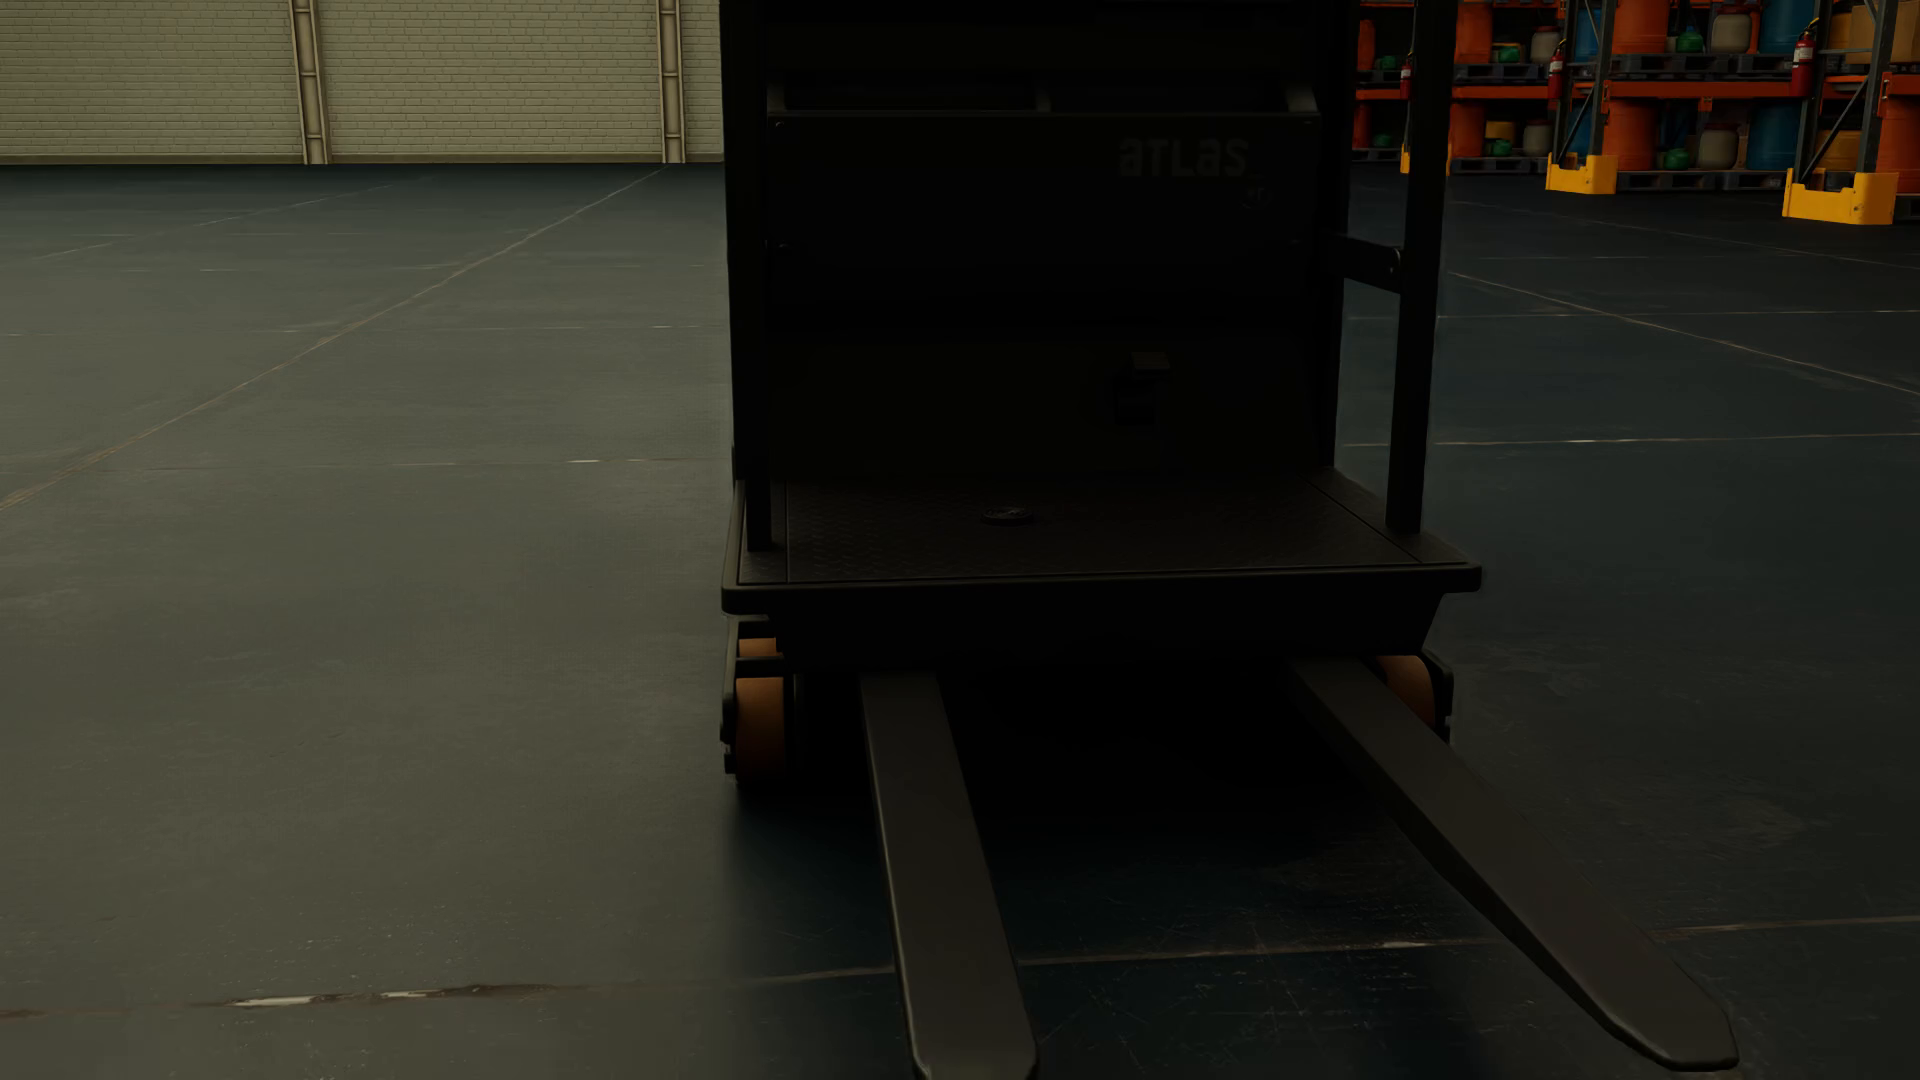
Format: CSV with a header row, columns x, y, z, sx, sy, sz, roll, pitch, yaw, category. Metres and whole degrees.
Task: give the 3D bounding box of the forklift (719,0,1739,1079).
x,y,z,sx,sy,sz,roll,pitch,yaw,category
0.165,-1.138,2.499,1.130,2.935,3.031,-2,15,-6,forklift
